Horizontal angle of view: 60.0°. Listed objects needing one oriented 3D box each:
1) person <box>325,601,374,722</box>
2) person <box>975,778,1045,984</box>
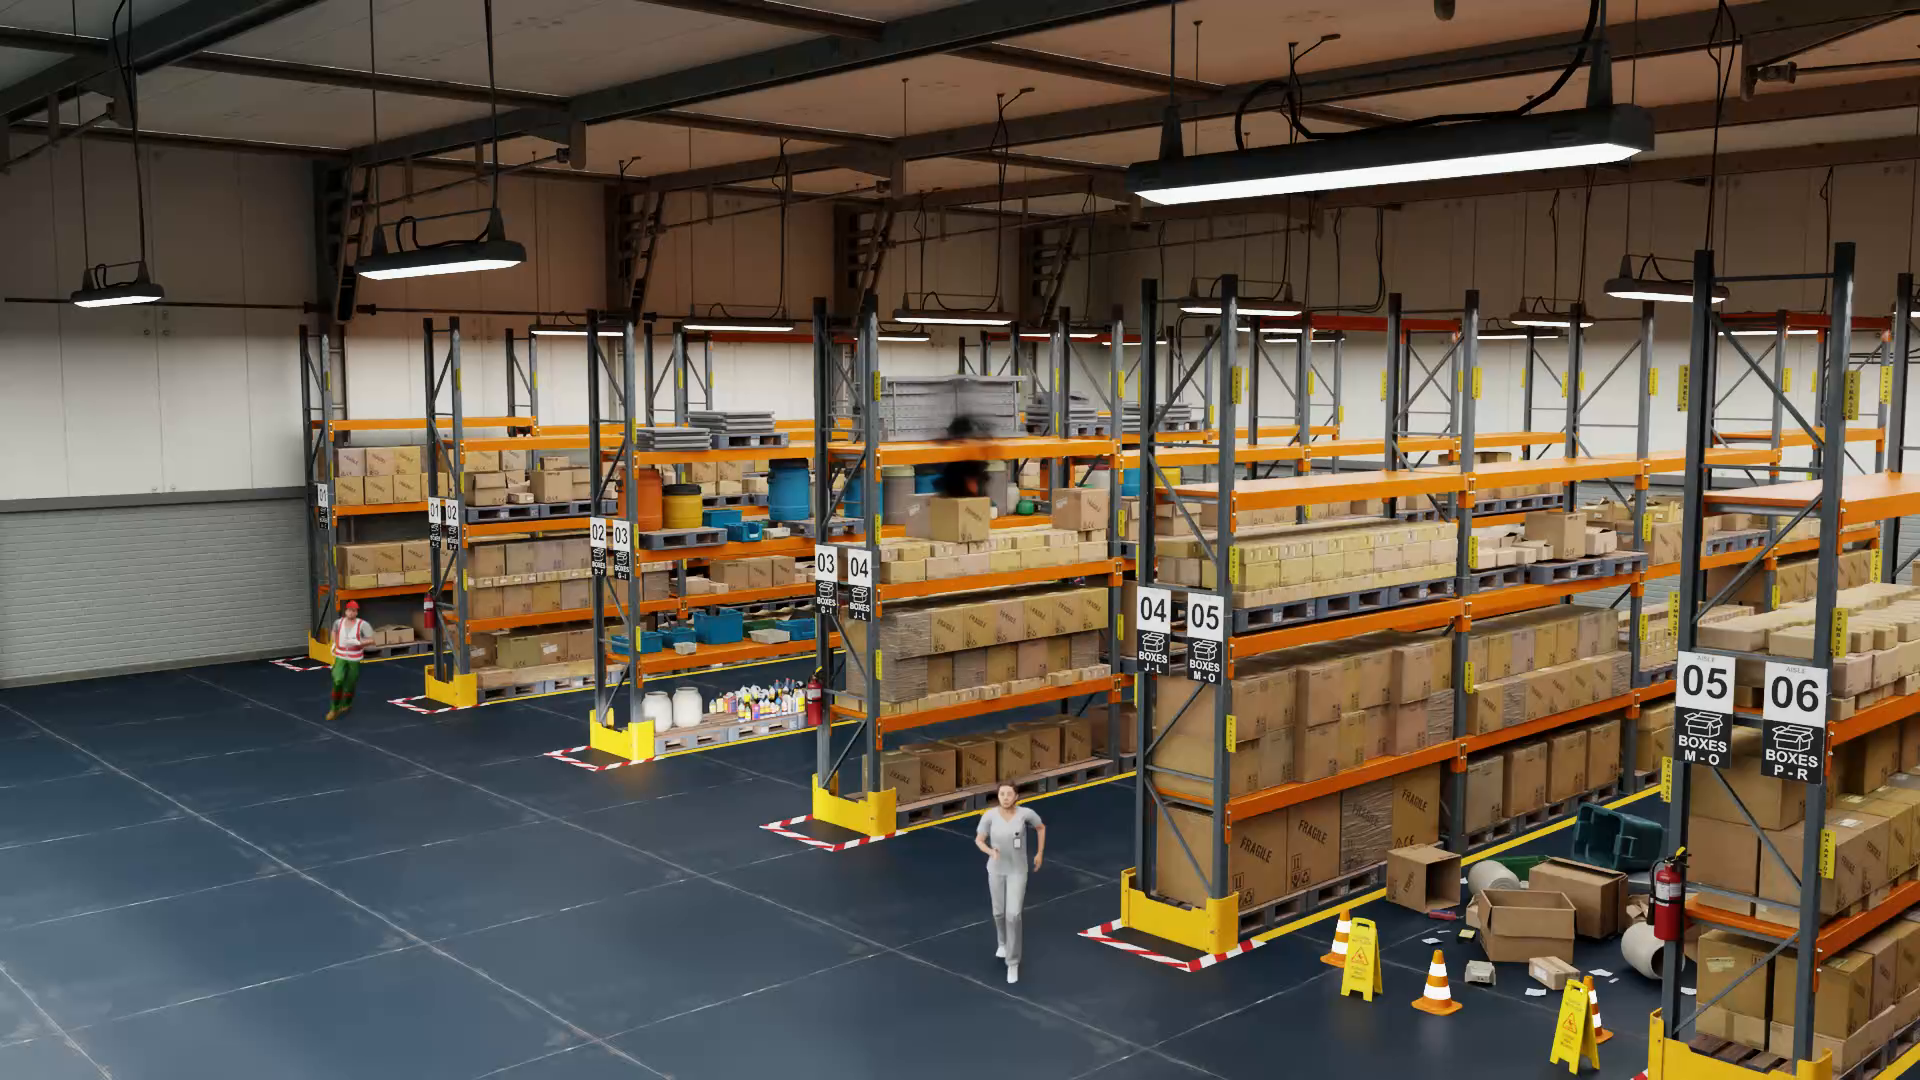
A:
[{"bbox_3d":[-9.112,1.768,24.871,0.695,1.757,0.732,-1,6,-12],"label":"person"},{"bbox_3d":[0.428,2.900,14.339,0.579,1.737,0.751,1,6,10],"label":"person"}]
